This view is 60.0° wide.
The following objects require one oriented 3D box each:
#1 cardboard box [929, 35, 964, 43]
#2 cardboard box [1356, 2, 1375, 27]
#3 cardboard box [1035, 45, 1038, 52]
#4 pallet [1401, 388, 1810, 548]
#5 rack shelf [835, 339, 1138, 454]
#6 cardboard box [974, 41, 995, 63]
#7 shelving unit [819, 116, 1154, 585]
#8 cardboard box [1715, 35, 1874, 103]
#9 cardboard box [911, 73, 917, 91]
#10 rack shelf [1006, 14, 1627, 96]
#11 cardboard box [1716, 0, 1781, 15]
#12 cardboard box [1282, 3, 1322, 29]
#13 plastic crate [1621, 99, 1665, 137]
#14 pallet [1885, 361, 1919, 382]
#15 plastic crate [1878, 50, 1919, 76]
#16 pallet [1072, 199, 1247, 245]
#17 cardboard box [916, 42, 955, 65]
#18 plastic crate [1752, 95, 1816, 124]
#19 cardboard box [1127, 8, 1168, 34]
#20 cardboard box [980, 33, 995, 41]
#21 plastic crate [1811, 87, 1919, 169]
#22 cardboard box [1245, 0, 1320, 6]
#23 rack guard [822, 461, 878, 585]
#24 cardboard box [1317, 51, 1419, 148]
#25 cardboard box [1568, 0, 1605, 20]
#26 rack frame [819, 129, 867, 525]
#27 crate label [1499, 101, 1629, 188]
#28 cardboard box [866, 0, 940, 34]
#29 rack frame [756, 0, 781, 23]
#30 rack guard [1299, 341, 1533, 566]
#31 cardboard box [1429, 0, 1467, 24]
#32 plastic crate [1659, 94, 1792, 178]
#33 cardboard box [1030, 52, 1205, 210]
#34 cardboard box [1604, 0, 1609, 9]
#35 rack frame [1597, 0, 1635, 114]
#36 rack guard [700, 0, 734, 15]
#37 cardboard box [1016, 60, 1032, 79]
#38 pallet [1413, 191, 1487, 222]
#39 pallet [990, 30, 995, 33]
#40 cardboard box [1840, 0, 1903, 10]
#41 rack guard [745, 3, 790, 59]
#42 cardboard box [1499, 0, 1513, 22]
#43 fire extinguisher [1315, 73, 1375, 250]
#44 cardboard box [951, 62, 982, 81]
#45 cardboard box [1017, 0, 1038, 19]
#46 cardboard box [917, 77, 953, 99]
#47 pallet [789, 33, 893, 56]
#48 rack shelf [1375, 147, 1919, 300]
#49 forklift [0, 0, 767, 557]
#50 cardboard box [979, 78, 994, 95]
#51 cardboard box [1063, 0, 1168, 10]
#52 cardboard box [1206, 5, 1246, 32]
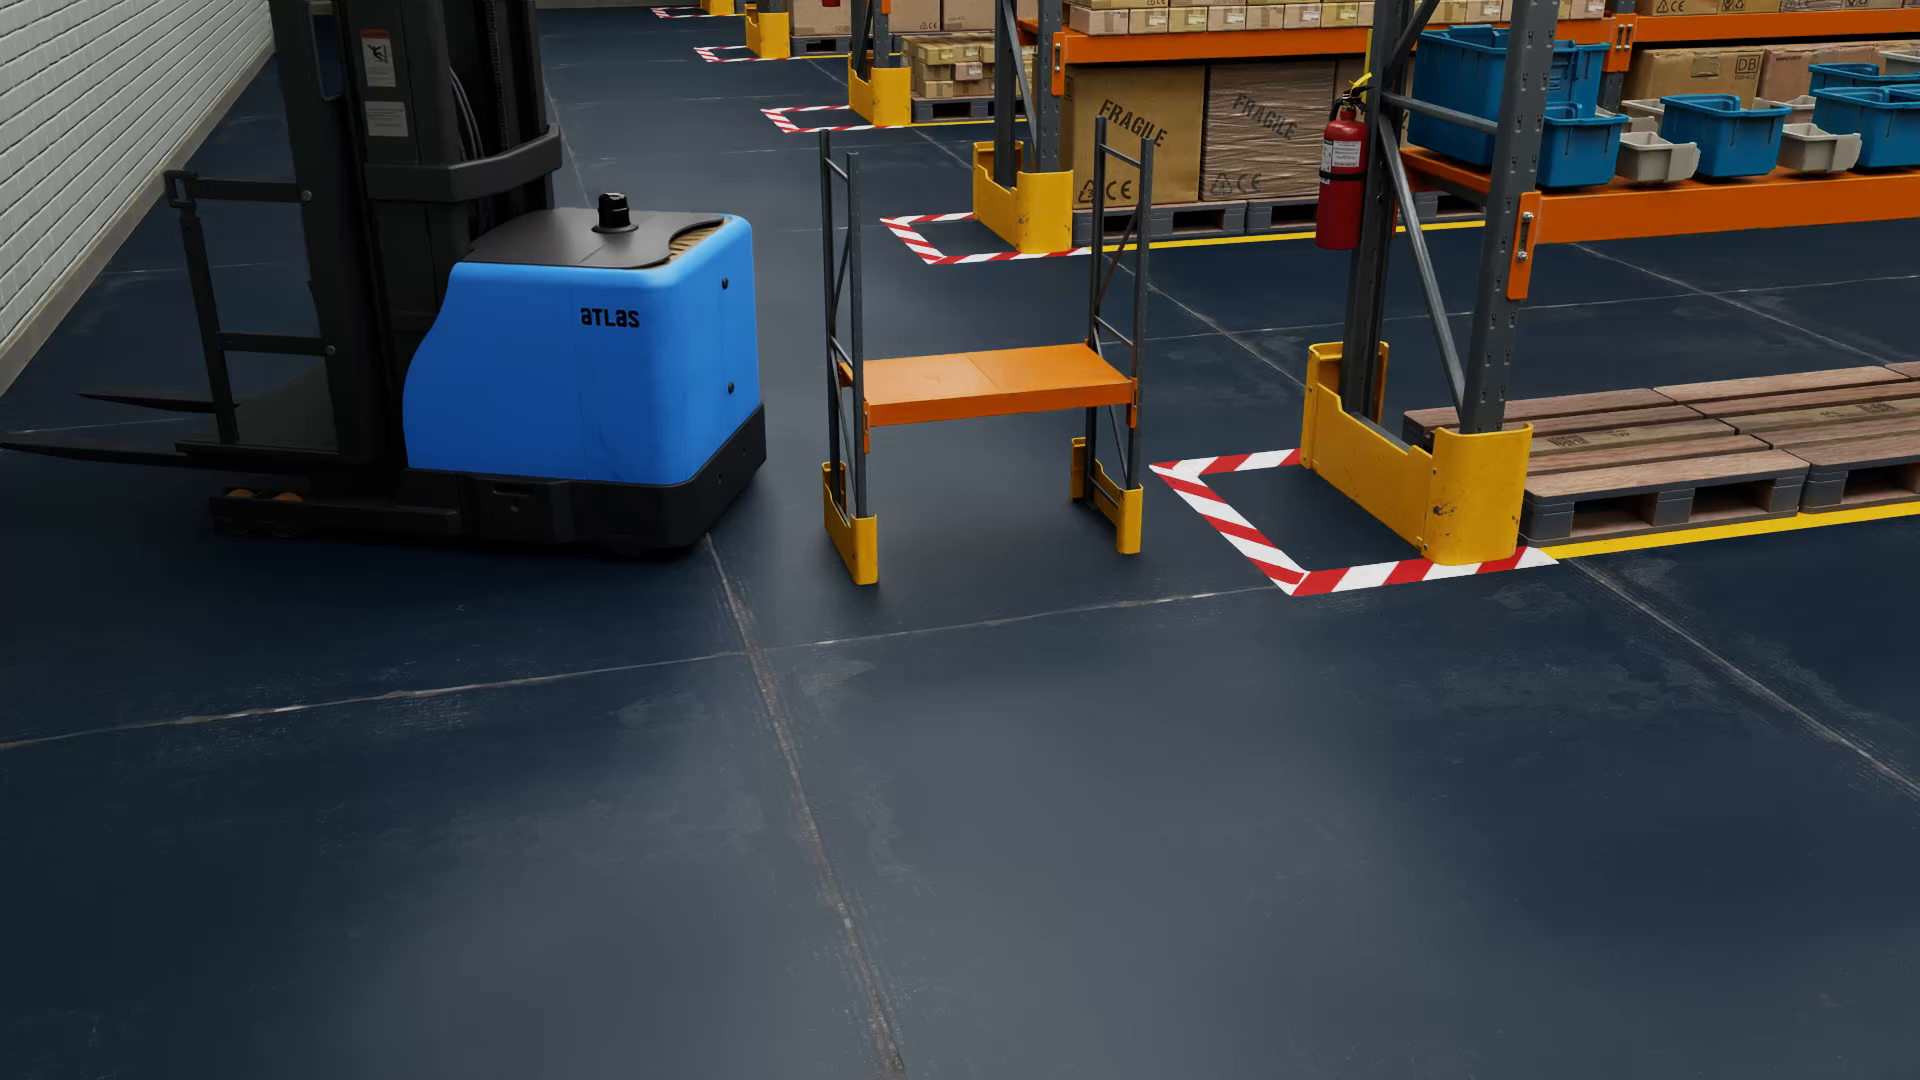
[{"bbox_3d":[-0.123,-4.613,15.526,0.250,0.149,0.380,-6,24,-13],"label":"cardboard box"},{"bbox_3d":[2.585,-3.396,10.679,0.250,0.149,0.380,-6,24,-14],"label":"cardboard box"},{"bbox_3d":[0.771,-4.520,15.308,0.250,0.149,0.380,-5,24,-12],"label":"cardboard box"},{"bbox_3d":[2.563,-0.317,6.721,1.213,0.211,1.003,-6,24,-14],"label":"pallet"},{"bbox_3d":[0.082,-0.533,6.046,1.000,0.185,0.538,-6,24,-14],"label":"rack shelf"},{"bbox_3d":[0.285,-4.436,15.113,0.250,0.149,0.380,-6,24,-15],"label":"cardboard box"},{"bbox_3d":[0.073,-0.697,5.973,1.083,1.500,0.587,-6,24,-14],"label":"shelving unit"},{"bbox_3d":[5.743,-3.220,12.112,0.875,0.875,1.225,-7,24,-16],"label":"cardboard box"},{"bbox_3d":[-0.371,-4.318,15.592,0.250,0.149,0.380,-6,24,-13],"label":"cardboard box"},{"bbox_3d":[2.347,-3.288,11.022,4.000,0.370,1.077,-6,24,-14],"label":"rack shelf"},{"bbox_3d":[5.266,-3.886,11.375,0.500,0.500,0.500,-6,24,-14],"label":"cardboard box"},{"bbox_3d":[2.089,-3.341,10.550,0.250,0.149,0.380,-7,24,-15],"label":"cardboard box"},{"bbox_3d":[2.778,-1.613,6.463,0.243,0.136,0.396,-6,24,-14],"label":"plastic crate"},{"bbox_3d":[4.913,-0.577,7.327,1.213,0.211,1.003,-6,24,-14],"label":"pallet"},{"bbox_3d":[4.090,-1.832,6.789,0.530,0.282,0.437,-6,24,-14],"label":"plastic crate"},{"bbox_3d":[1.170,-2.239,11.201,1.213,0.211,1.003,-6,24,-14],"label":"pallet"},{"bbox_3d":[-0.225,-4.383,14.989,0.250,0.149,0.380,-7,24,-17],"label":"cardboard box"},{"bbox_3d":[3.320,-1.690,6.644,0.250,0.136,0.298,-6,24,-14],"label":"plastic crate"},{"bbox_3d":[1.099,-3.231,10.294,0.250,0.149,0.380,-7,24,-15],"label":"cardboard box"},{"bbox_3d":[0.359,-4.693,15.711,0.250,0.149,0.380,-7,24,-16],"label":"cardboard box"},{"bbox_3d":[3.353,-1.518,6.119,0.300,0.233,0.416,-6,24,-14],"label":"plastic crate"},{"bbox_3d":[1.940,-3.532,10.491,0.500,0.250,0.500,-7,24,-16],"label":"cardboard box"},{"bbox_3d":[-0.406,-0.070,6.096,0.087,0.250,0.587,-6,24,-14],"label":"rack guard"},{"bbox_3d":[2.749,-2.913,11.396,0.875,0.875,0.875,-6,24,-14],"label":"cardboard box"},{"bbox_3d":[4.067,-3.560,11.060,0.250,0.149,0.380,-6,24,-14],"label":"cardboard box"},{"bbox_3d":[-0.407,-0.644,5.849,0.032,1.500,0.500,-6,24,-14],"label":"rack frame"},{"bbox_3d":[2.086,-1.377,5.792,0.303,0.233,0.416,-6,24,-14],"label":"crate label"},{"bbox_3d":[-0.769,-6.393,20.061,0.875,0.438,0.875,-6,24,-13],"label":"cardboard box"},{"bbox_3d":[-2.256,-7.168,19.152,0.127,3.000,1.000,-6,24,-14],"label":"rack frame"},{"bbox_3d":[1.739,-0.369,6.476,0.348,0.500,1.175,-6,24,-14],"label":"rack guard"},{"bbox_3d":[3.076,-3.450,10.804,0.250,0.149,0.380,-6,24,-13],"label":"cardboard box"},{"bbox_3d":[2.719,-1.447,5.956,0.300,0.233,0.416,-6,24,-14],"label":"plastic crate"},{"bbox_3d":[1.016,-2.721,10.949,0.875,0.875,0.875,-6,24,-14],"label":"cardboard box"},{"bbox_3d":[4.649,-4.031,11.714,0.500,0.500,0.500,-6,24,-14],"label":"cardboard box"},{"bbox_3d":[4.272,-3.832,11.376,0.127,3.000,1.000,-6,24,-14],"label":"rack frame"},{"bbox_3d":[-3.527,-7.912,24.055,0.348,0.500,1.175,-6,24,-14],"label":"rack guard"},{"bbox_3d":[0.519,-4.331,15.245,0.250,0.149,0.380,-6,24,-13],"label":"cardboard box"},{"bbox_3d":[3.519,-2.499,11.807,1.213,0.211,1.003,-6,24,-14],"label":"pallet"},{"bbox_3d":[0.842,-6.262,20.575,1.213,0.211,1.003,-6,24,-14],"label":"pallet"},{"bbox_3d":[6.245,-3.996,11.632,0.500,0.500,0.500,-6,24,-13],"label":"cardboard box"},{"bbox_3d":[-2.279,-6.017,19.639,0.348,0.500,1.175,-6,24,-14],"label":"rack guard"},{"bbox_3d":[3.572,-3.505,10.933,0.250,0.149,0.380,-7,24,-15],"label":"cardboard box"},{"bbox_3d":[1.491,-1.475,6.454,0.183,0.674,0.296,-6,24,-14],"label":"fire extinguisher"},{"bbox_3d":[0.031,-4.285,15.139,0.250,0.149,0.380,-6,24,-15],"label":"cardboard box"},{"bbox_3d":[0.962,-6.584,20.506,0.875,0.438,0.875,-7,24,-15],"label":"cardboard box"},{"bbox_3d":[-0.231,-4.117,15.123,0.250,0.149,0.380,-6,24,-13],"label":"cardboard box"},{"bbox_3d":[-1.507,-6.002,19.969,1.213,0.211,1.003,-6,24,-14],"label":"pallet"},{"bbox_3d":[3.685,-1.408,6.639,4.000,0.370,1.077,-6,24,-14],"label":"rack shelf"},{"bbox_3d":[-2.364,-1.555,6.157,3.031,2.935,1.130,4,24,10],"label":"forklift"},{"bbox_3d":[0.237,-4.205,15.328,0.250,0.149,0.380,-6,24,-14],"label":"cardboard box"},{"bbox_3d":[0.956,-3.422,10.235,0.500,0.250,0.500,-7,24,-16],"label":"cardboard box"},{"bbox_3d":[1.596,-3.286,10.424,0.250,0.149,0.380,-7,24,-15],"label":"cardboard box"}]
